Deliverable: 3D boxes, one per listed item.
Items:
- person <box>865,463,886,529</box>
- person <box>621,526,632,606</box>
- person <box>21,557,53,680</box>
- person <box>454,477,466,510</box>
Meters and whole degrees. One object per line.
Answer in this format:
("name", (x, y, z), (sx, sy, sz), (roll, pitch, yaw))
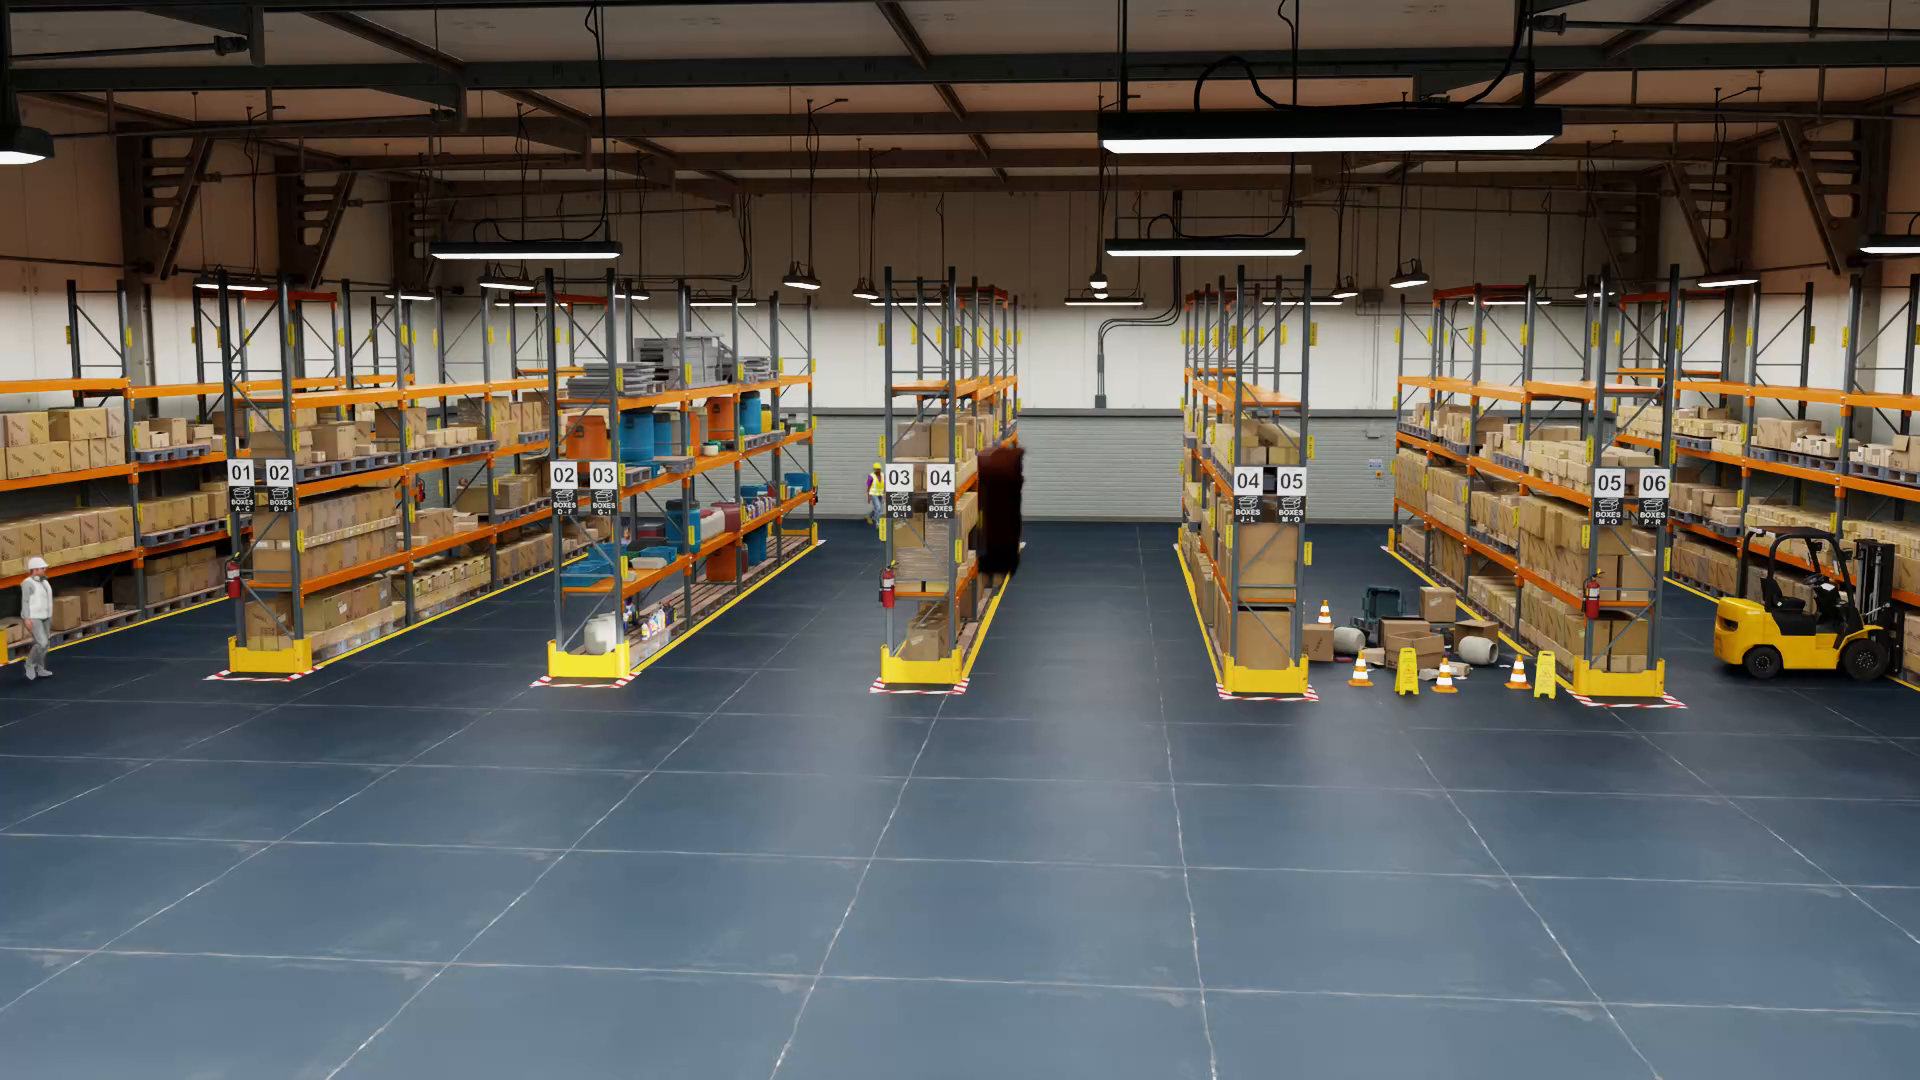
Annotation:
("person", (-2.224, -1.177, 43.761), (0.886, 1.736, 0.562), (7, 10, 44))
("person", (-6.079, 0.529, 30.368), (0.473, 1.571, 1.025), (1, 7, 10))
("person", (-13.552, 1.144, 24.480), (0.427, 1.781, 0.566), (1, 7, 7))
("person", (-12.269, -0.788, 41.184), (0.506, 1.526, 0.981), (-2, 7, -16))
